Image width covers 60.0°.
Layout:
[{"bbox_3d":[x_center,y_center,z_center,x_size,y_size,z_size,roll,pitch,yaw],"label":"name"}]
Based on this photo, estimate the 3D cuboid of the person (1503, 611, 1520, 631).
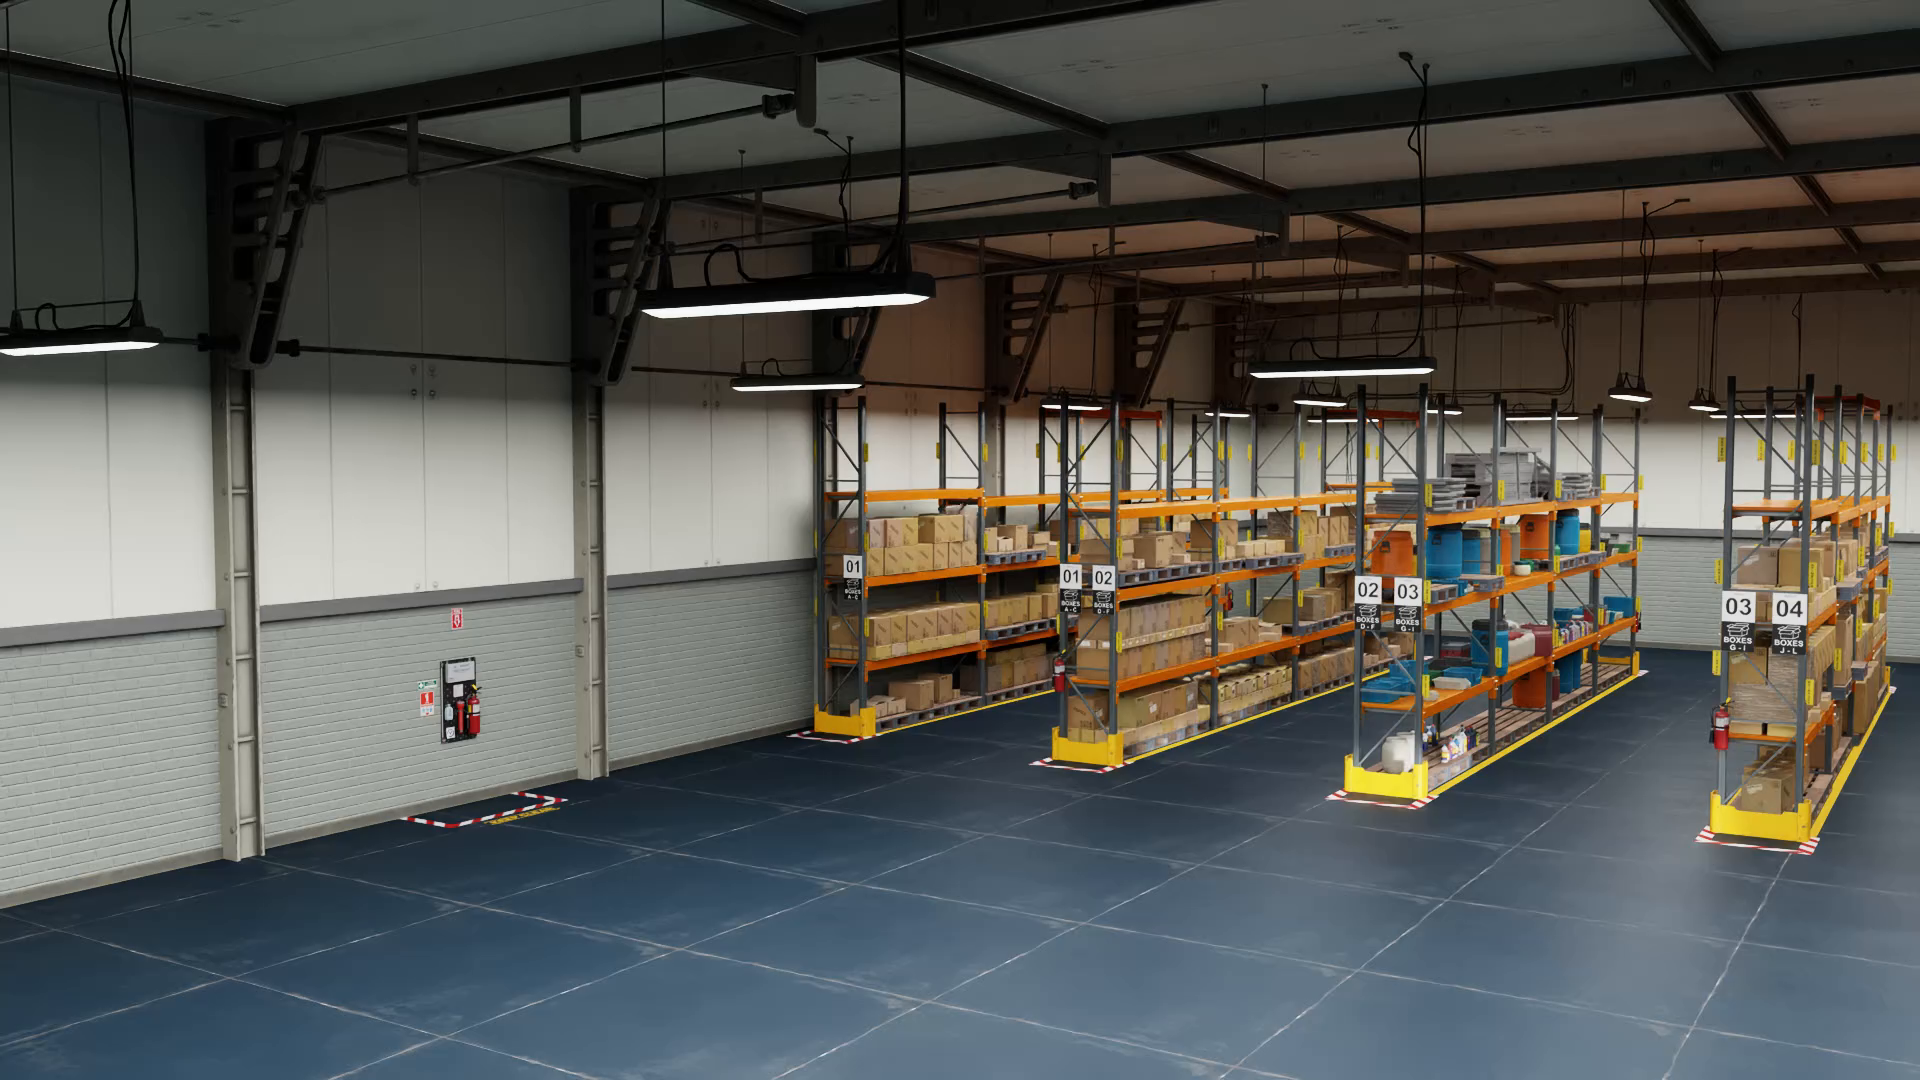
[{"bbox_3d":[11.953,2.302,36.435,0.651,1.578,0.743,3,4,43],"label":"person"}]
